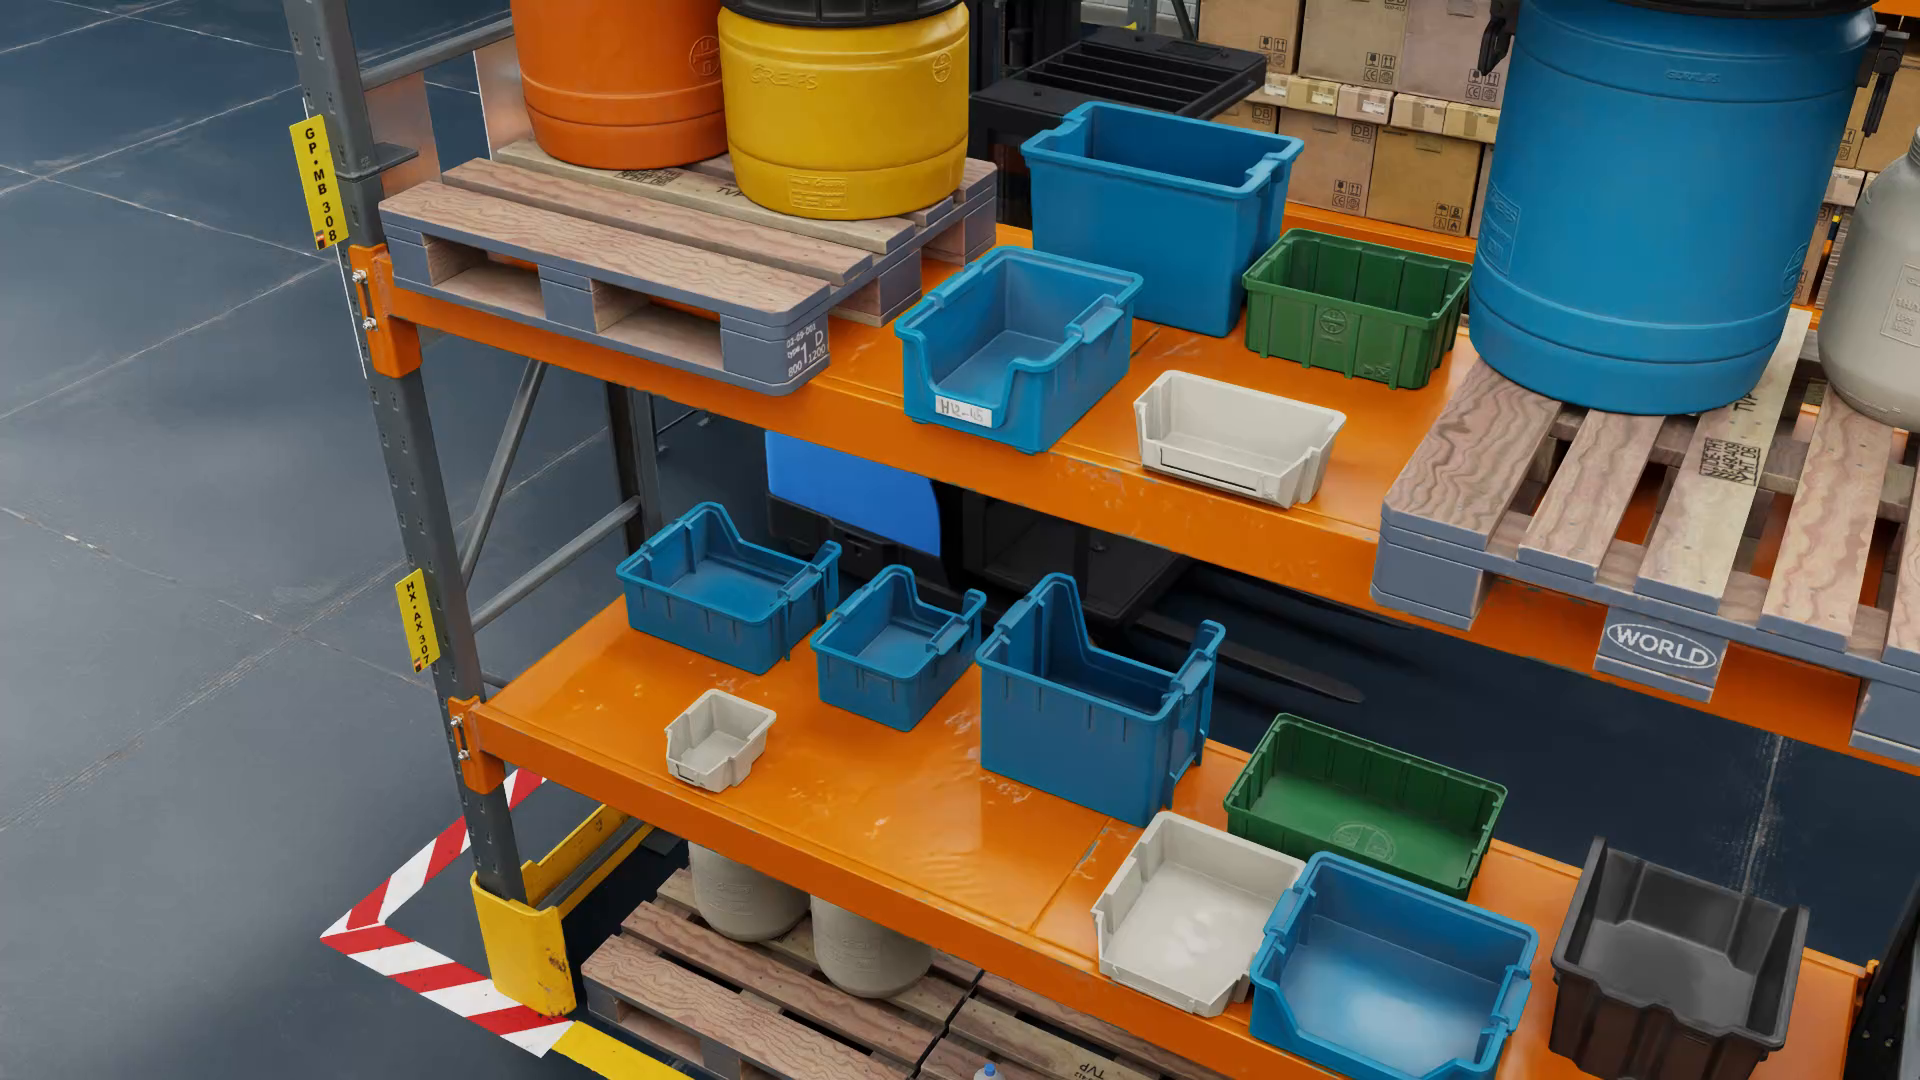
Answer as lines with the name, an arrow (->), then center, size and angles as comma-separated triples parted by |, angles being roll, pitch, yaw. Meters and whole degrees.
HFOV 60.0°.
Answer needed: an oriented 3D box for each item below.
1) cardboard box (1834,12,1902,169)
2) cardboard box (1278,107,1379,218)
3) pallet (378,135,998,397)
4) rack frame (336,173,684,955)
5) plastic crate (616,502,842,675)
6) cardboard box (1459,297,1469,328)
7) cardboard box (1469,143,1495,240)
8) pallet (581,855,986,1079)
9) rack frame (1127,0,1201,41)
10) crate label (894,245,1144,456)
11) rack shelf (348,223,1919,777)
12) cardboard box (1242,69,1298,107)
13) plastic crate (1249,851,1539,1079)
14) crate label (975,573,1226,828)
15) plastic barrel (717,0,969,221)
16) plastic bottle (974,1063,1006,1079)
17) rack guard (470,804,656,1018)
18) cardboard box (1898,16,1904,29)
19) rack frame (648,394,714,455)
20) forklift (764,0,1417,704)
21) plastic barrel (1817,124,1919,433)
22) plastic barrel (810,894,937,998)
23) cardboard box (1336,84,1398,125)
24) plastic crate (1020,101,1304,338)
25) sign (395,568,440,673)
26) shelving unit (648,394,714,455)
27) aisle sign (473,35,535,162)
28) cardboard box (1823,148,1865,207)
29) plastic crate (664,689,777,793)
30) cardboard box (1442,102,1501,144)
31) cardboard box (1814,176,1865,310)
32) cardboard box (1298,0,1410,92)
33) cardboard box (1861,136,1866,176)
cardboard box -> 3.776, -2.028, 7.329 | 0.500, 0.500, 0.700 | 17, 37, 24
cardboard box -> 1.989, -2.054, 8.538 | 0.500, 0.500, 0.700 | 19, 38, 26
pallet -> -0.660, -0.802, 4.212 | 1.213, 0.211, 1.003 | 18, 37, 24
rack frame -> -1.330, 0.093, 5.404 | 0.127, 3.000, 1.000 | 18, 37, 24
plastic crate -> -0.747, 0.149, 5.454 | 0.616, 0.251, 0.499 | 18, 37, 24
cardboard box -> 2.787, -0.963, 8.416 | 0.500, 0.500, 0.500 | 18, 37, 24
cardboard box -> 2.876, -1.772, 8.114 | 0.500, 0.500, 0.700 | 19, 38, 26
pallet -> -0.538, 1.478, 5.840 | 1.213, 0.211, 1.003 | 18, 37, 24
rack frame -> 1.131, -2.289, 8.982 | 0.127, 3.000, 1.000 | 18, 37, 24
crate label -> 0.131, -0.420, 3.602 | 0.408, 0.251, 0.502 | 18, 37, 24
rack shelf -> 0.407, -0.306, 3.946 | 4.000, 0.370, 1.077 | 18, 37, 24
cardboard box -> 1.596, -2.318, 8.349 | 0.250, 0.149, 0.380 | 17, 37, 23
plastic crate -> 1.048, 1.082, 4.054 | 0.616, 0.251, 0.499 | 18, 37, 24
crate label -> 0.402, 0.455, 4.829 | 0.616, 0.435, 0.502 | 18, 37, 24
plastic barrel -> -0.277, -1.156, 4.025 | 0.600, 0.588, 0.600 | 0, 34, 0
plastic bottle -> 0.090, 1.694, 5.064 | 0.097, 0.271, 0.097 | 0, 34, 0
rack guard -> -1.240, 1.132, 6.099 | 0.348, 0.500, 1.175 | 18, 37, 24
cardboard box -> 6.497, -3.504, 10.924 | 0.500, 0.250, 0.500 | 18, 38, 25
rack frame -> -1.519, -1.193, 8.688 | 0.032, 1.500, 0.500 | 20, 39, 27
forklift -> 0.569, -0.978, 7.075 | 3.031, 2.935, 1.130 | 20, 39, 27
plastic barrel -> 1.867, -0.489, 3.093 | 0.421, 0.512, 0.421 | 0, 34, 0
plastic barrel -> -0.285, 1.236, 5.553 | 0.421, 0.512, 0.421 | 0, 34, 0
cardboard box -> 2.030, -2.178, 8.139 | 0.250, 0.149, 0.380 | 17, 37, 24
plastic crate -> 0.475, -0.769, 4.007 | 0.575, 0.384, 0.392 | 18, 37, 24
sign -> -1.607, 0.242, 4.931 | 0.005, 0.325, 0.100 | 18, 37, 24
shelving unit -> -1.095, -1.038, 8.455 | 1.048, 1.500, 0.538 | 20, 39, 27
aisle sign -> -1.245, -1.151, 4.927 | 0.004, 0.787, 0.394 | 18, 37, 24
cardboard box -> 3.819, -1.612, 7.290 | 0.250, 0.149, 0.380 | 16, 37, 23
plastic crate -> -0.712, 0.604, 4.875 | 0.250, 0.136, 0.298 | 18, 37, 24
cardboard box -> 2.484, -2.036, 7.926 | 0.250, 0.149, 0.380 | 17, 37, 24
cardboard box -> 4.216, -1.350, 7.481 | 0.500, 0.500, 0.700 | 17, 37, 23
cardboard box -> 2.035, -2.580, 8.157 | 0.500, 0.500, 0.700 | 17, 37, 23
cardboard box -> 4.024, -1.807, 7.582 | 0.250, 0.149, 0.380 | 17, 37, 23
